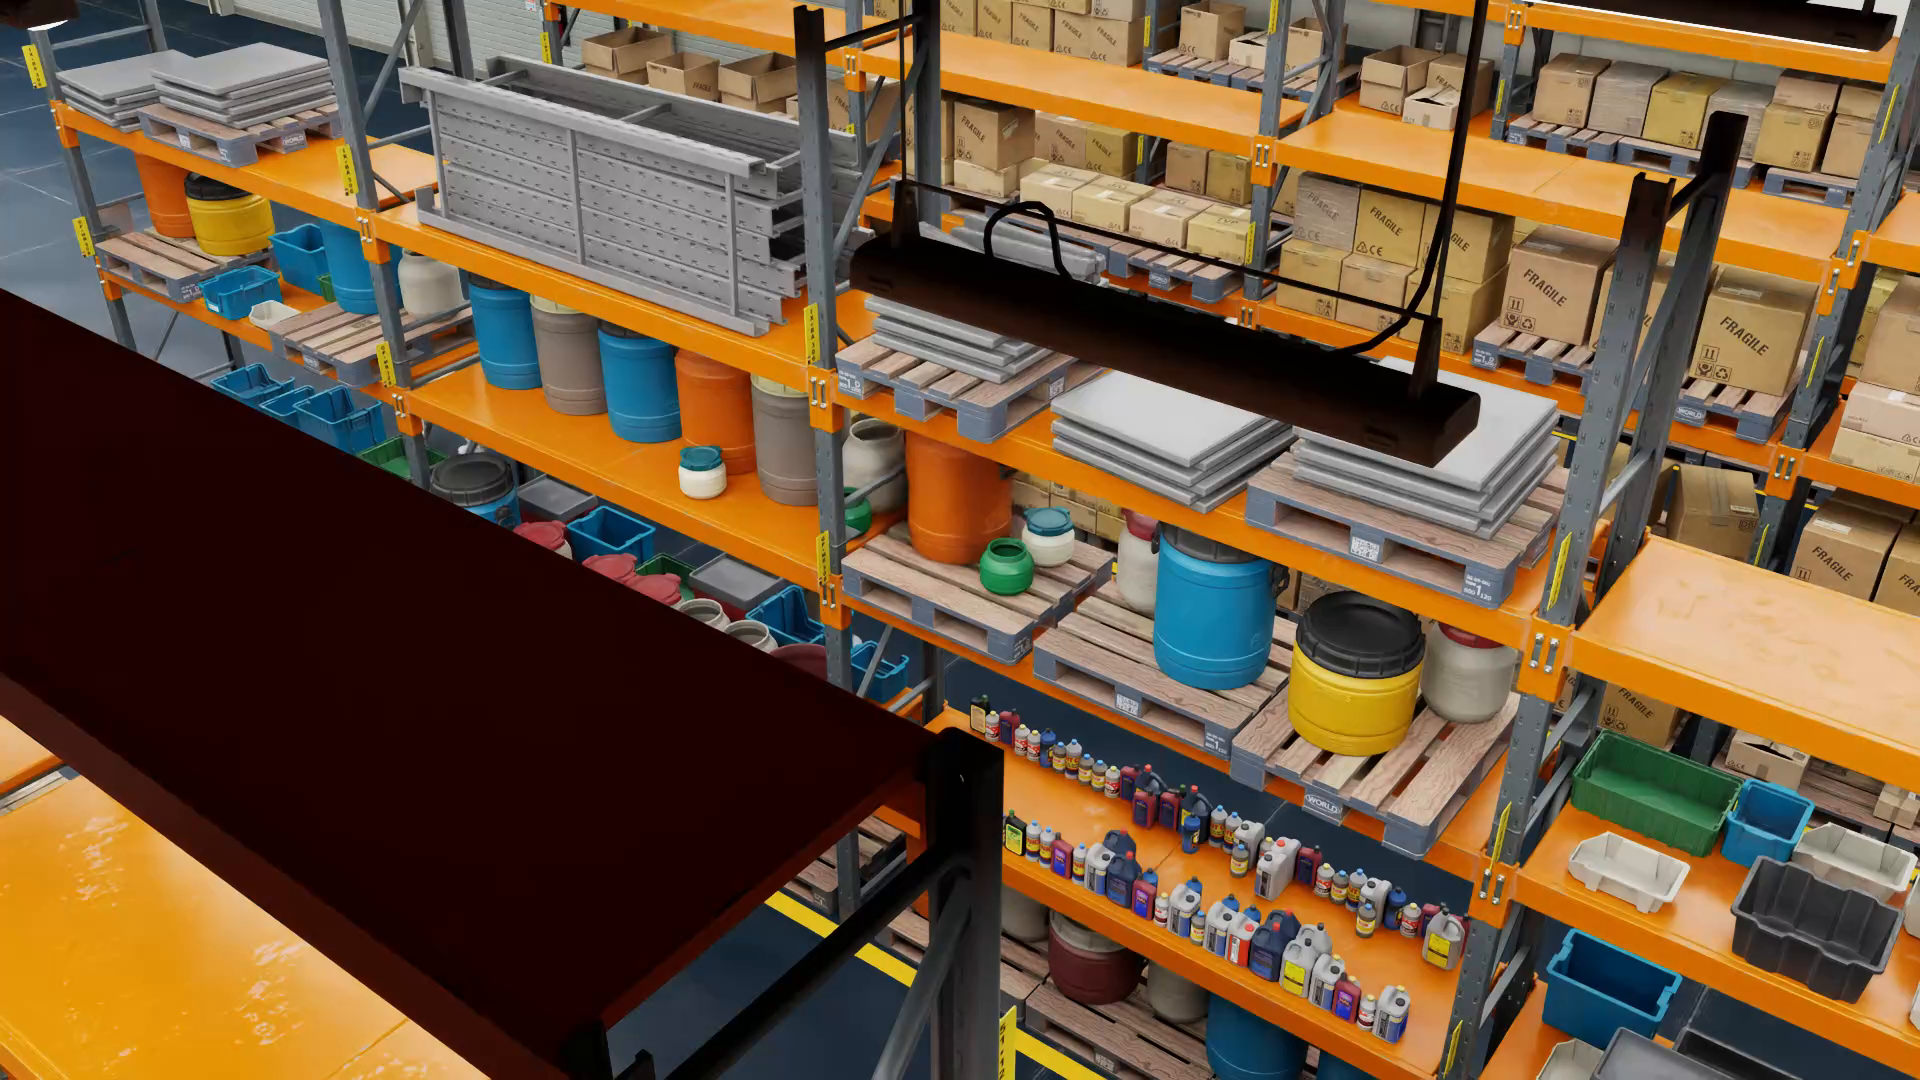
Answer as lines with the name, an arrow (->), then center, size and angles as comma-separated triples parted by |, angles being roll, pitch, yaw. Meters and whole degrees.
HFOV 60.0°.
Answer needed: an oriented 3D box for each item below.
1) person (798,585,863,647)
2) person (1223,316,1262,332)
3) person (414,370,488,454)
person -> -1.023, 0.248, 12.980 | 0.708, 1.740, 0.626 | 13, 34, 21
person -> 2.725, -1.534, 16.146 | 0.673, 1.763, 0.693 | -26, 40, -35
person -> -5.185, -1.623, 16.231 | 0.947, 1.730, 0.577 | -4, 32, -6
